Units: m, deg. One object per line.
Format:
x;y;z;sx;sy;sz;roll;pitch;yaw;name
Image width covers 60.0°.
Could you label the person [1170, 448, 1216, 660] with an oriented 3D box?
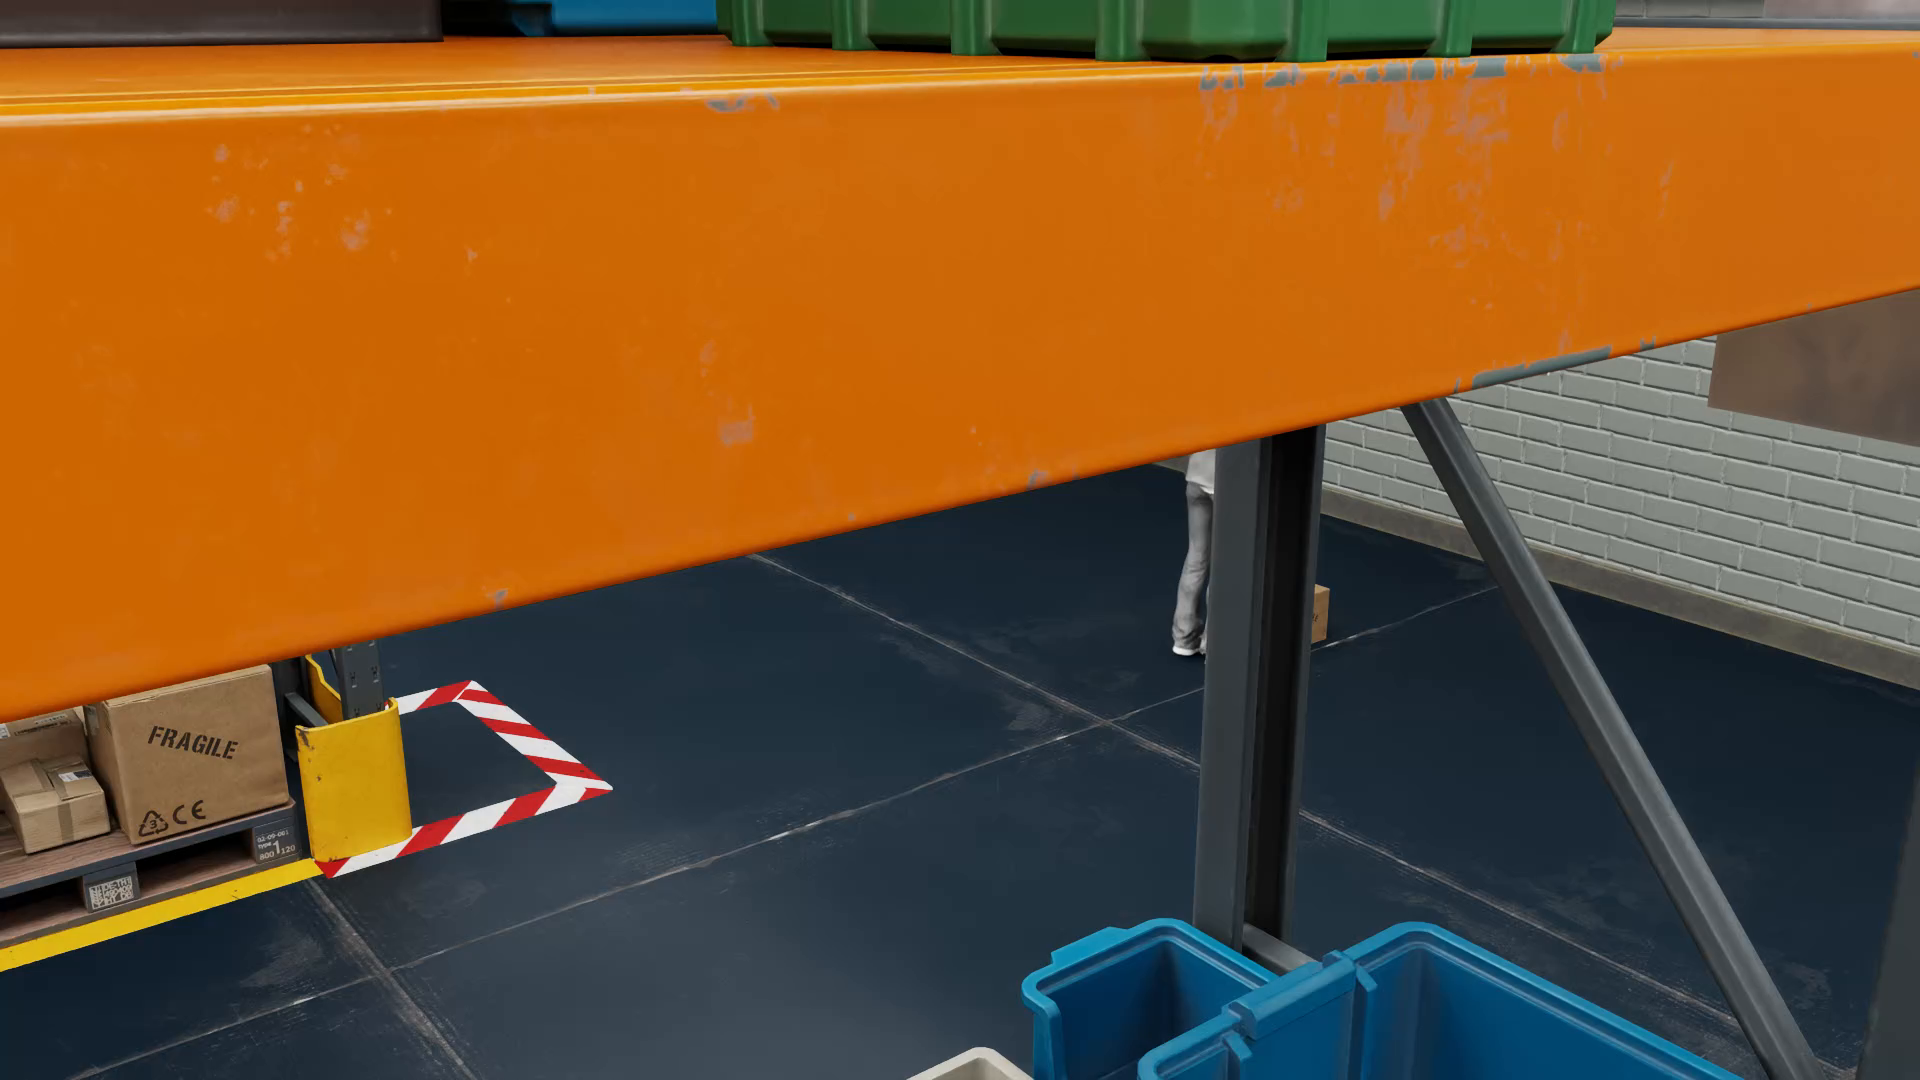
1.150;-0.146;7.287;0.540;1.444;0.454;-13;22;-35;person
